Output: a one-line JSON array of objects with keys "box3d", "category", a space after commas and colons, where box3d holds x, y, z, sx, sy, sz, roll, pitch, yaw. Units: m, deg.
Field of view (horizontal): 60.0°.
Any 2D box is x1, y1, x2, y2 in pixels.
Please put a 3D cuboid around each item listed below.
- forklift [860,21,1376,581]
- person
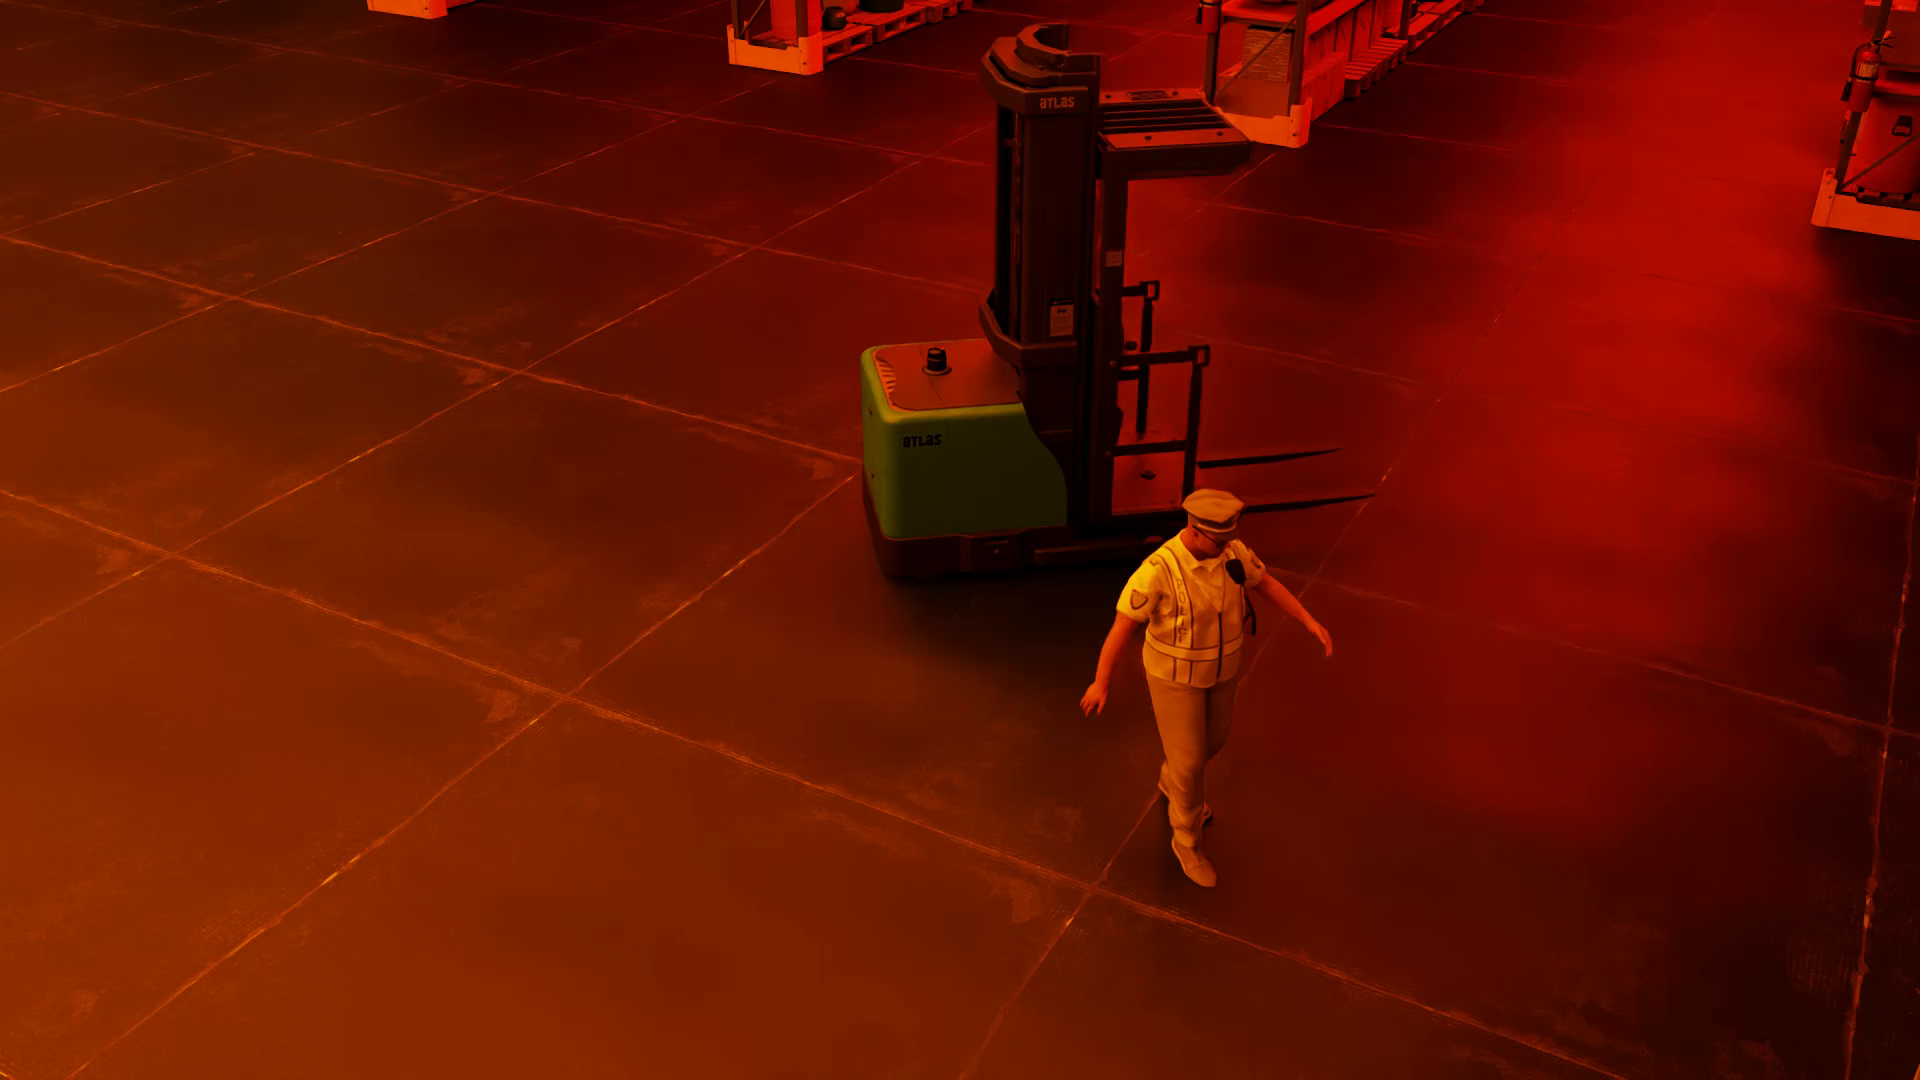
[{"box3d": [0.966, -1.383, 9.467, 3.031, 2.935, 1.130, -5, 30, -9], "category": "forklift"}, {"box3d": [1.049, 0.632, 7.235, 1.011, 1.756, 0.694, -16, 34, -26], "category": "person"}]
